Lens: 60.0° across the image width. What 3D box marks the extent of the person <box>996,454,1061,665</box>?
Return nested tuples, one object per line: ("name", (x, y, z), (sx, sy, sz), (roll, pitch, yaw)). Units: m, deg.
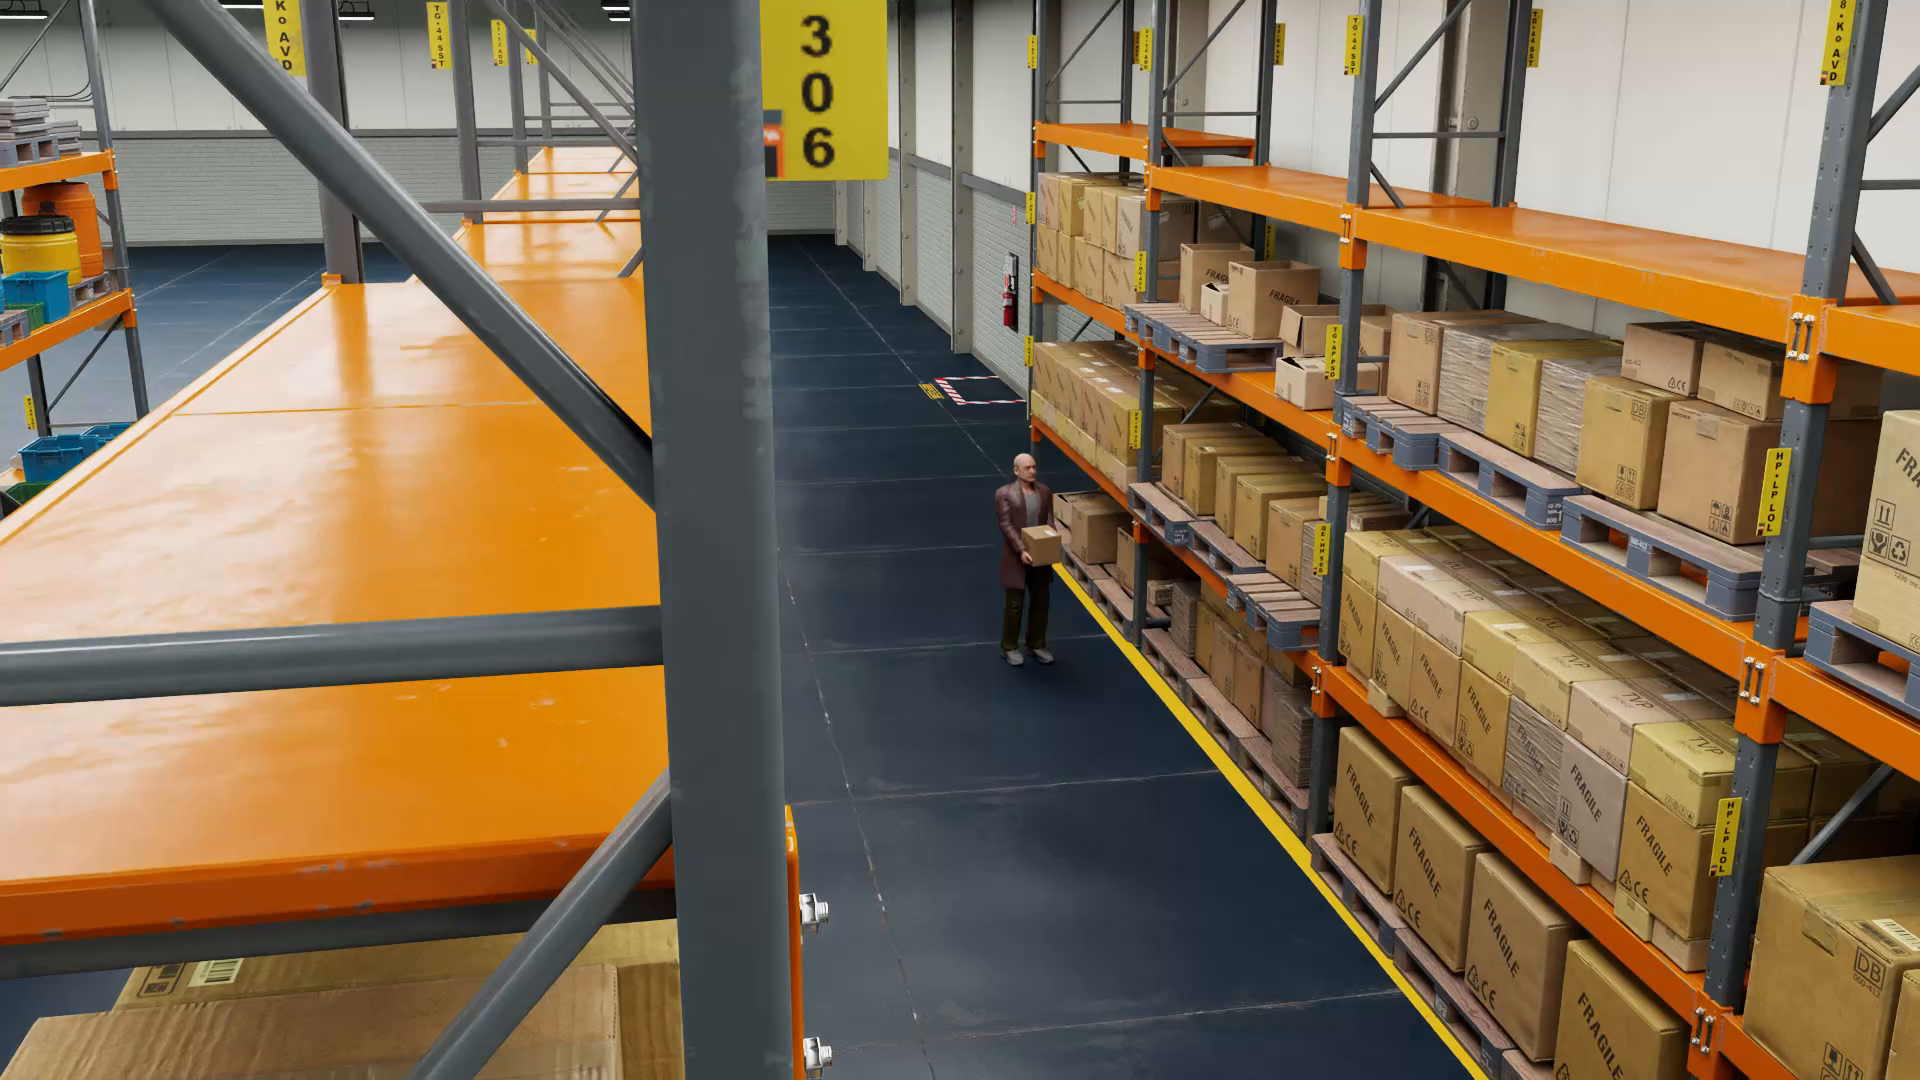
("person", (0.599, 0.177, 13.956), (0.530, 1.769, 0.563), (-7, 18, -24))
